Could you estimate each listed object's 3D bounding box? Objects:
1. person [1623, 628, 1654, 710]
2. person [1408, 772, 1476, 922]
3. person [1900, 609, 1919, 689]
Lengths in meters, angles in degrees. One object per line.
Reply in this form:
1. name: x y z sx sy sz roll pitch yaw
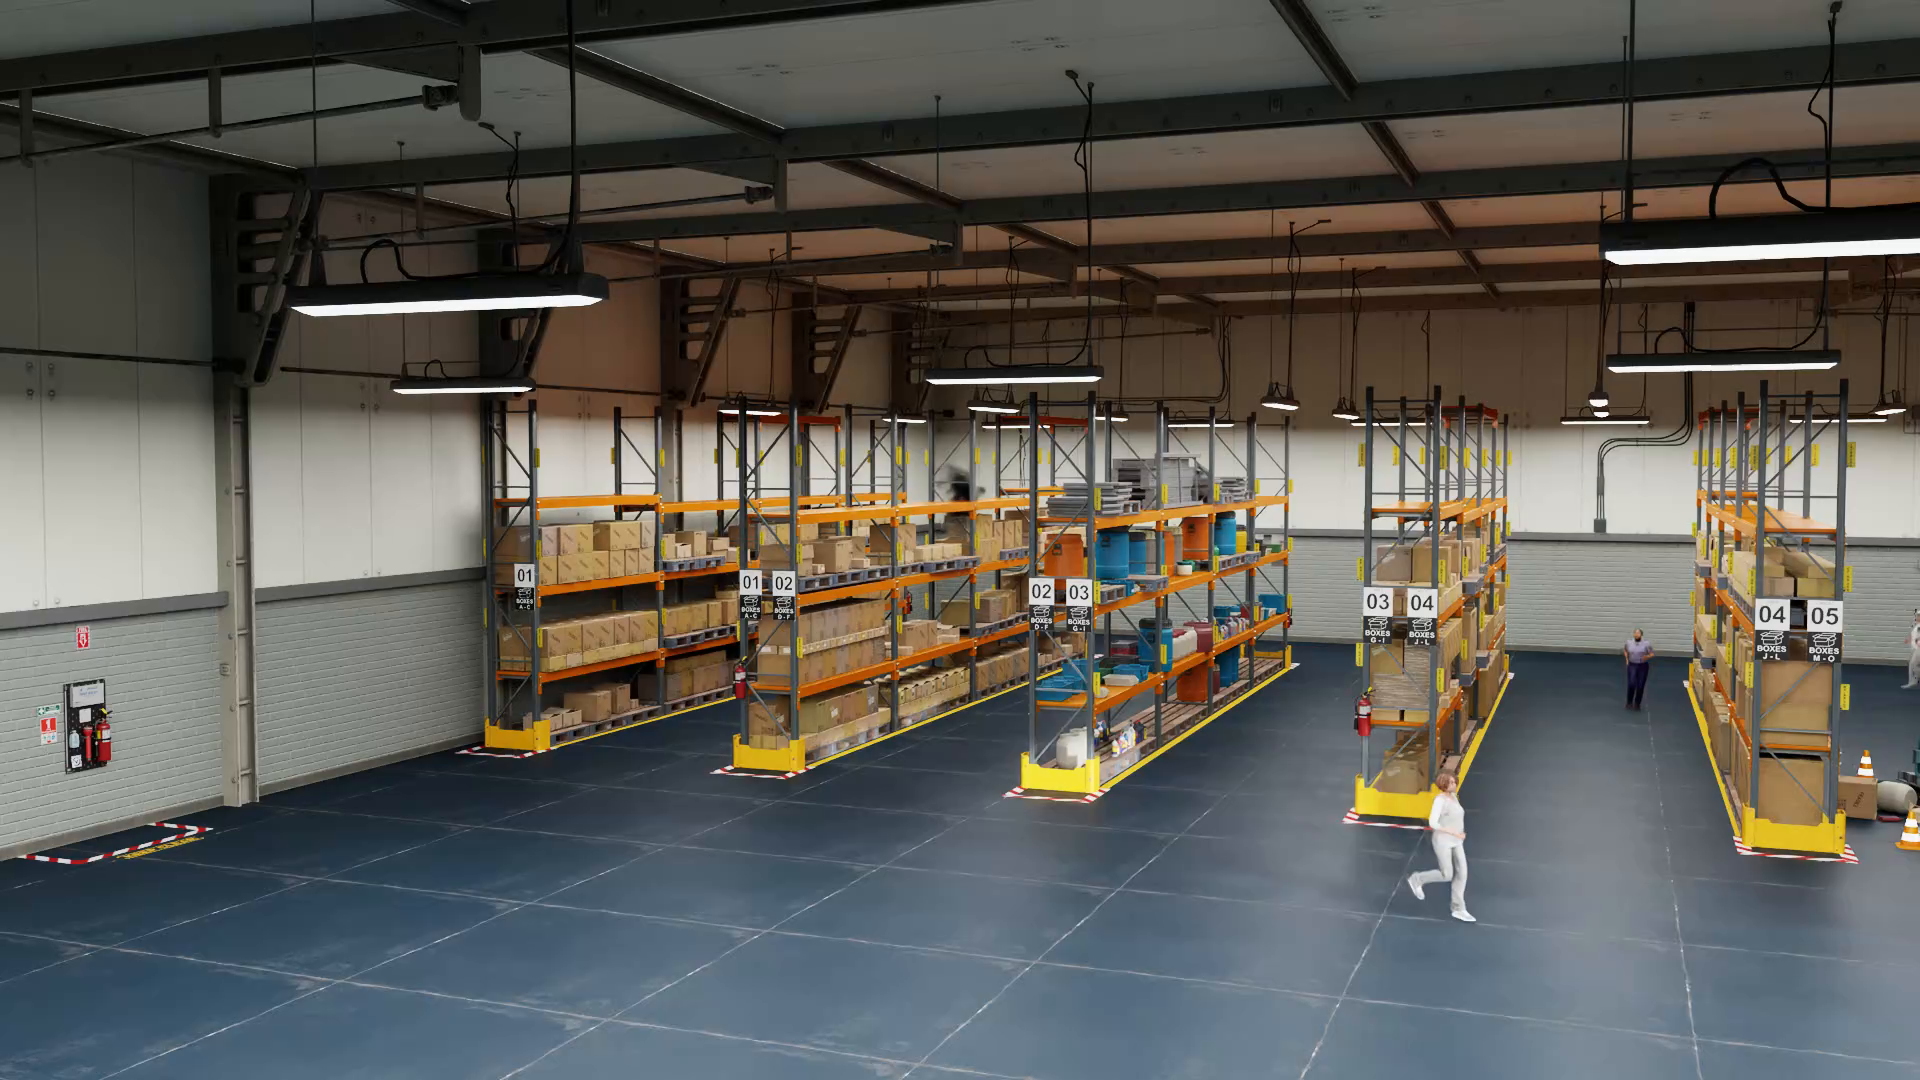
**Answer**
1. person: 13.442 2.573 32.961 0.578 1.655 0.658 1 3 23
2. person: 5.281 3.326 18.143 0.538 1.572 0.790 -3 4 -43
3. person: 20.841 2.367 35.955 0.848 1.764 0.664 1 3 18
